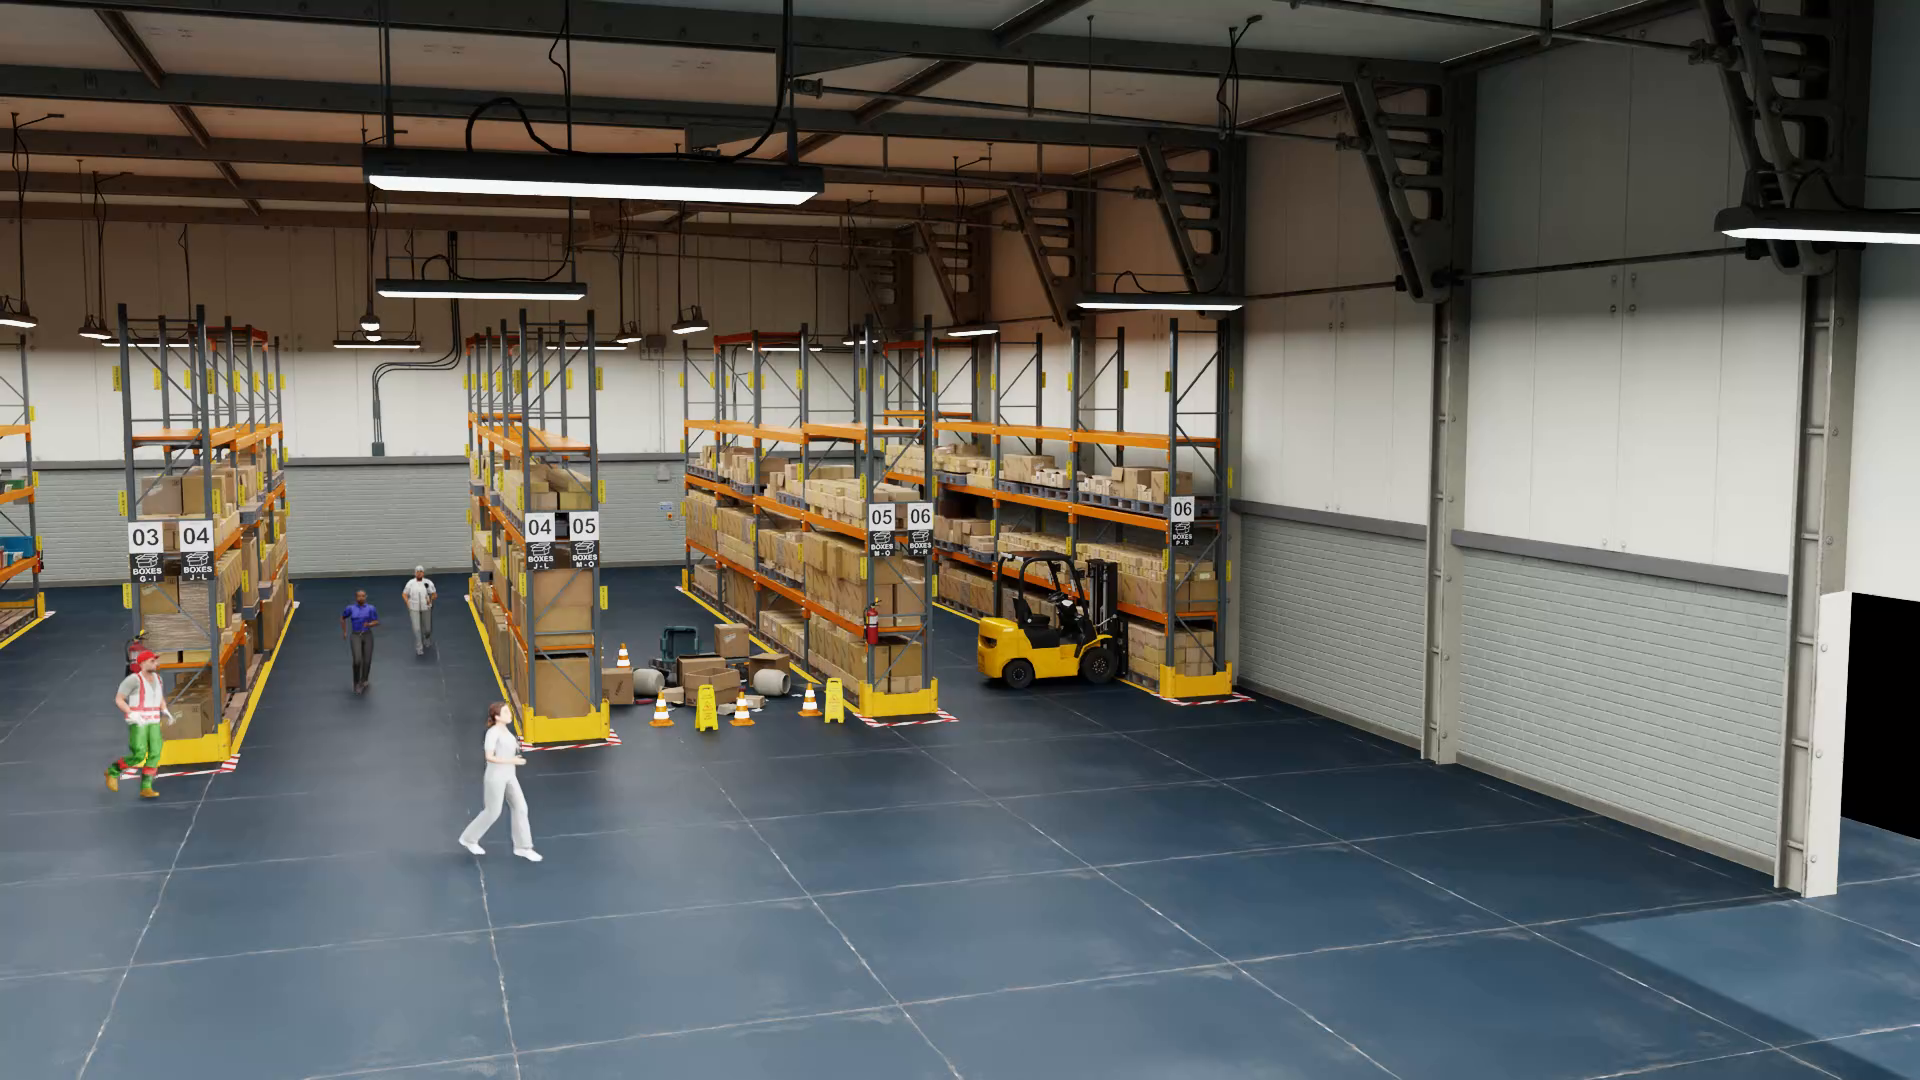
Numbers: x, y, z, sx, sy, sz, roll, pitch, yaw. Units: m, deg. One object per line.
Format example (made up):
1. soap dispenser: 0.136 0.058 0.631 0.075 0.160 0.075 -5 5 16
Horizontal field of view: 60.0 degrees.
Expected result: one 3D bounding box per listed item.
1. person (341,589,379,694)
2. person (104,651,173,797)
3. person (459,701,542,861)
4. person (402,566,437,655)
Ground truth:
1. person: -9.675 1.640 26.869 0.544 1.697 0.712 -3 6 -28
2. person: -9.934 2.217 20.259 0.761 1.742 0.715 2 6 19
3. person: -4.833 2.521 17.388 0.889 1.689 0.561 1 6 11
4. person: -9.978 1.282 30.724 0.613 1.620 0.669 -2 6 -19
